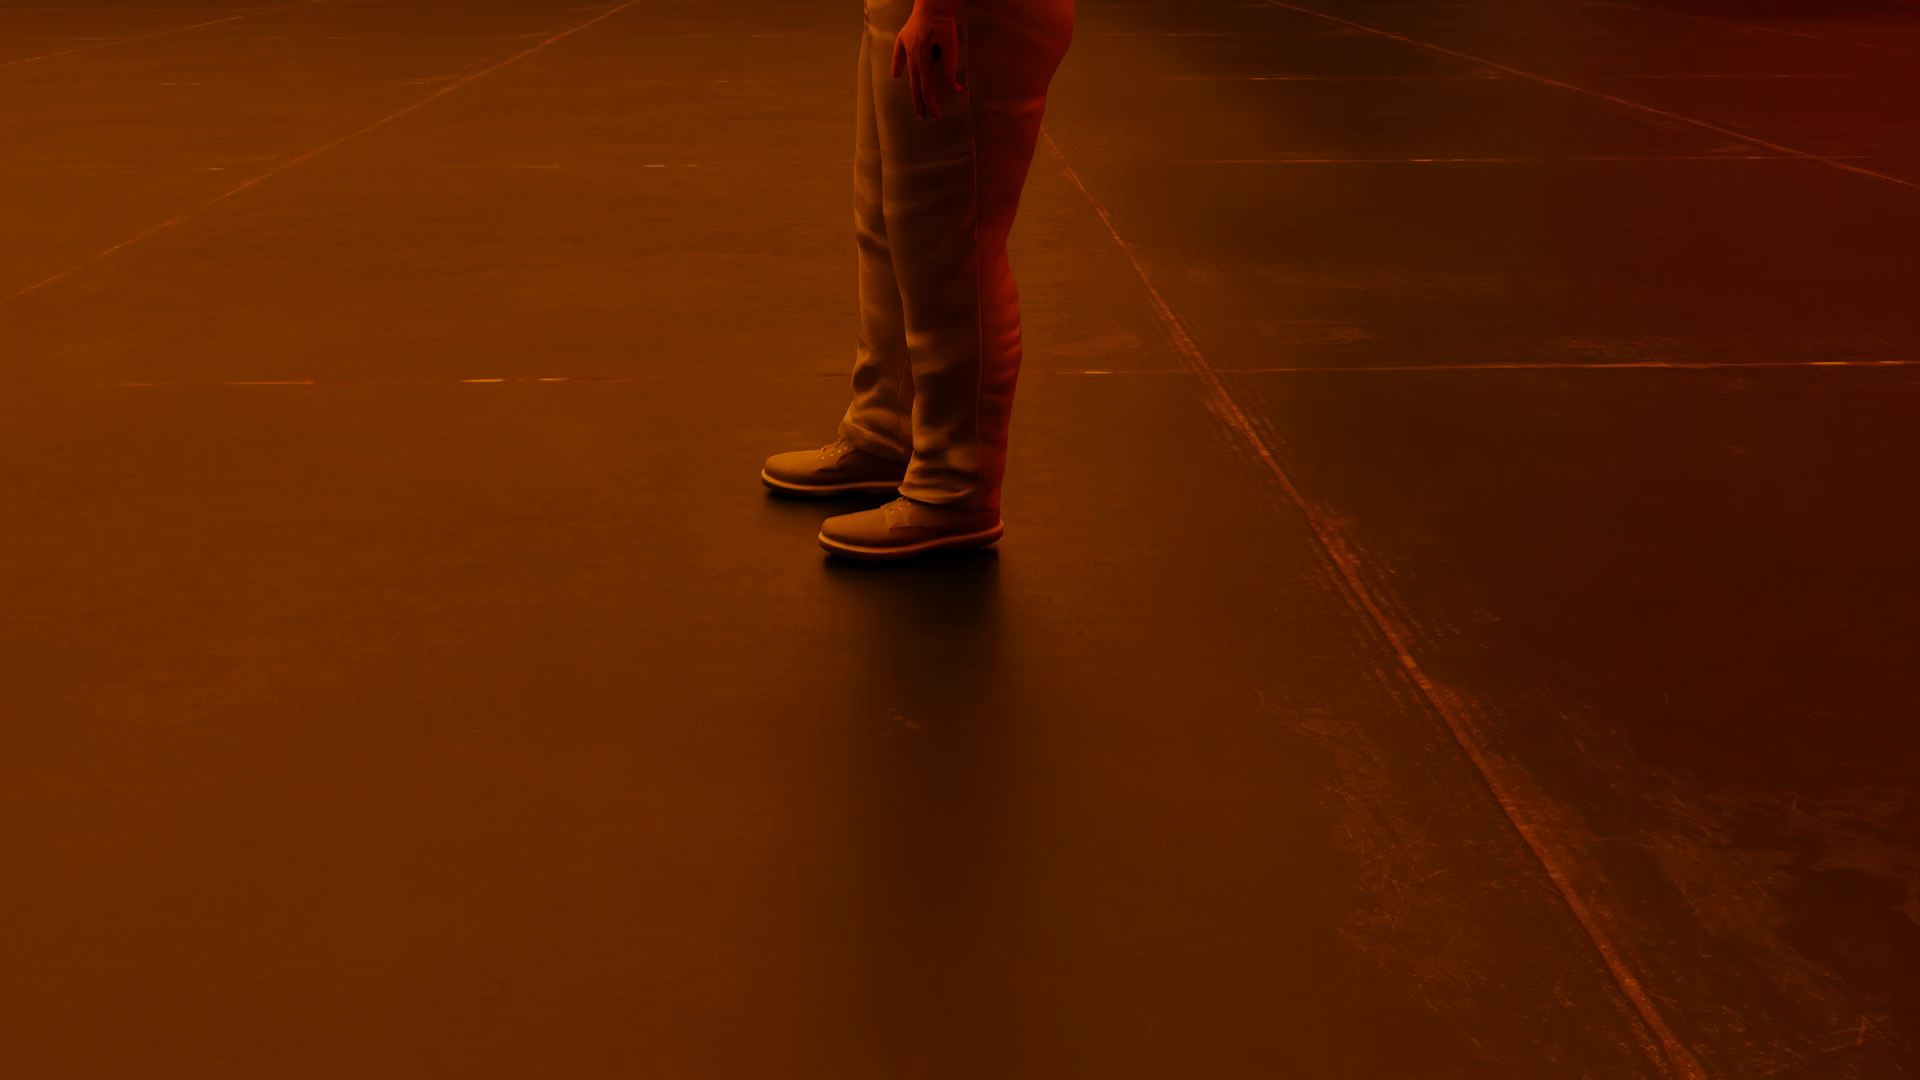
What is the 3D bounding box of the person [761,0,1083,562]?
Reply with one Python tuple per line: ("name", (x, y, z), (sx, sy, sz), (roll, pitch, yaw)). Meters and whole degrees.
("person", (-0.079, -0.790, 2.447), (0.525, 1.670, 0.598), (-1, 21, -3))
